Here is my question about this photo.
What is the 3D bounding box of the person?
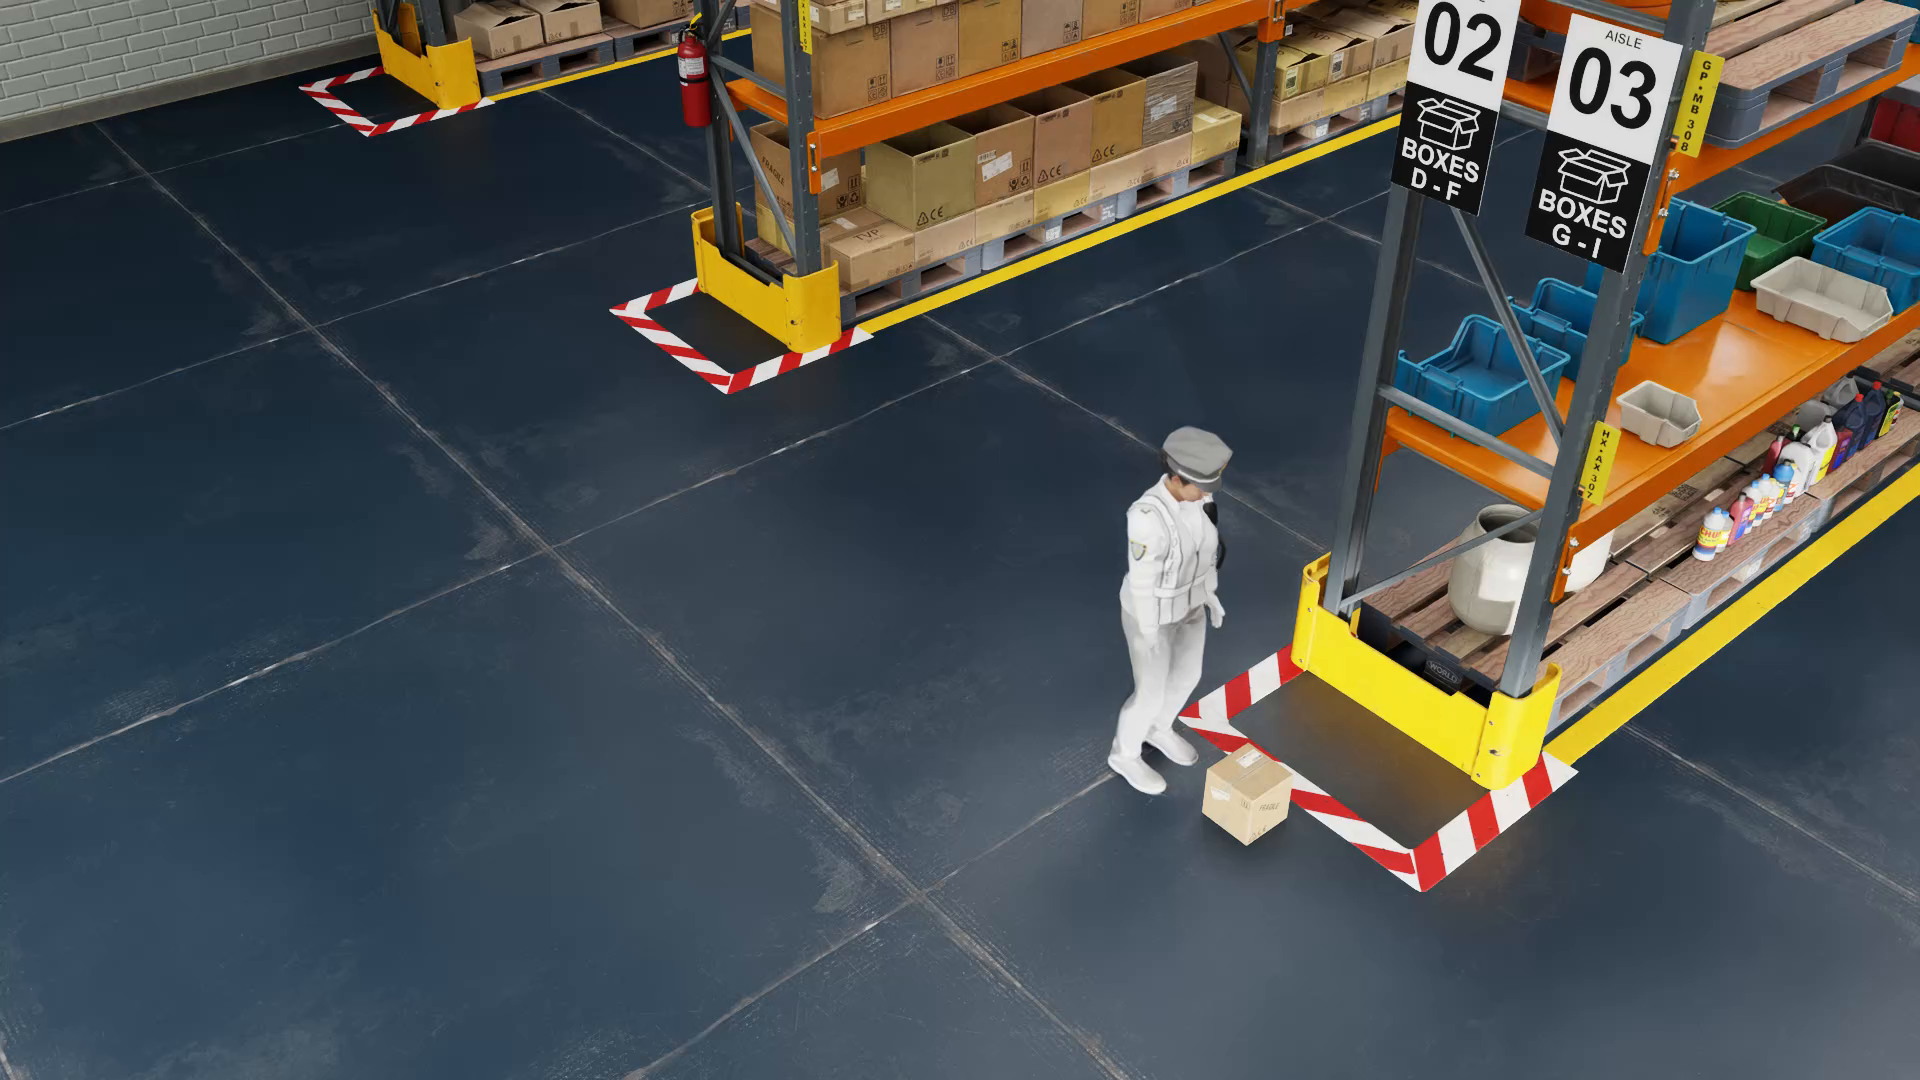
[{"bbox_3d":[0.853,0.283,6.705,0.366,1.654,0.482,30,46,34],"label":"person"}]
